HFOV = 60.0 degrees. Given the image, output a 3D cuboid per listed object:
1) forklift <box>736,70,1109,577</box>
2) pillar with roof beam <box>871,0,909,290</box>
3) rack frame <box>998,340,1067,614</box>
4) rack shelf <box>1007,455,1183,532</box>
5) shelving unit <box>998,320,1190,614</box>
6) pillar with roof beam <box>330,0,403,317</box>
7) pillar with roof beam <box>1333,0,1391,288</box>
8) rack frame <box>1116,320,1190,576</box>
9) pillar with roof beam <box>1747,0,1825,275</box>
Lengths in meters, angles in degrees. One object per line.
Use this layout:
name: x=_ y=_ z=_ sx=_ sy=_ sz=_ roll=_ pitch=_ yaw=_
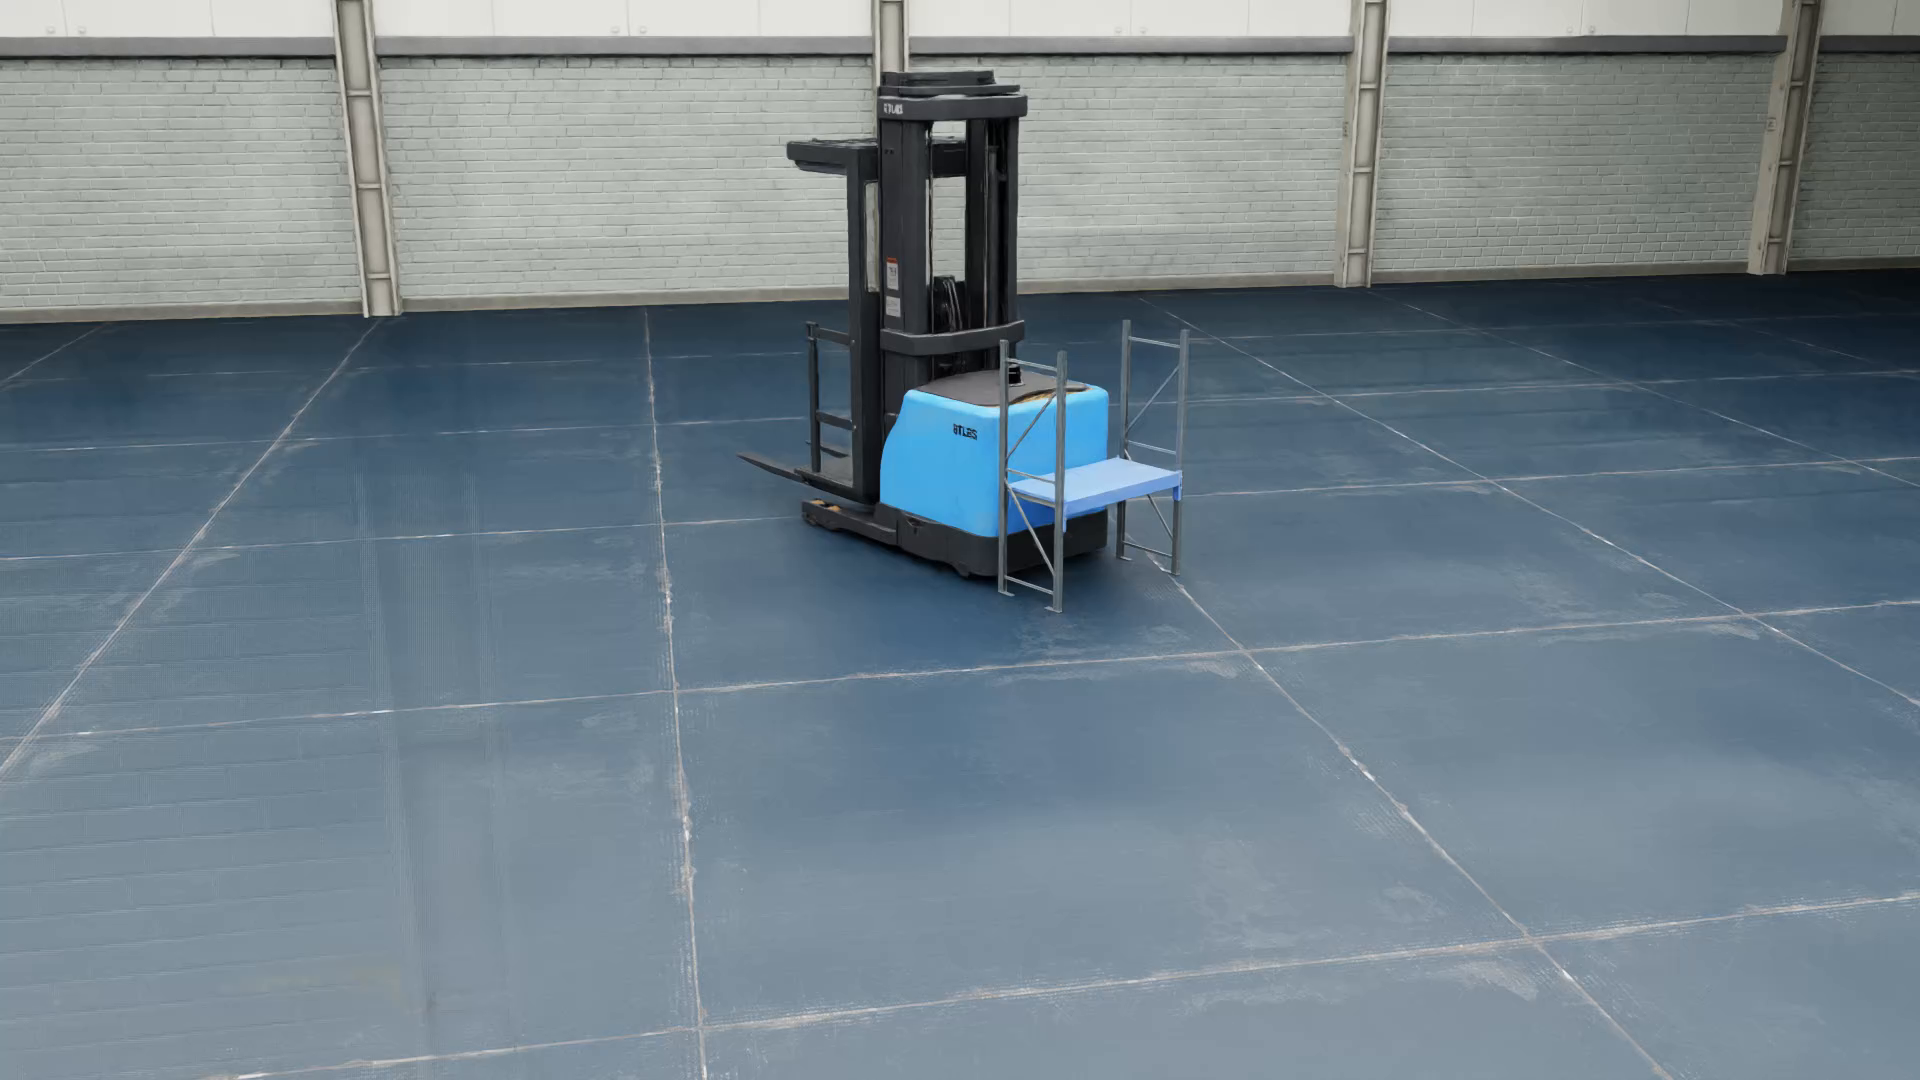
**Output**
forklift: x=-0.406 y=-1.543 z=10.843 sx=1.130 sy=2.935 sz=3.031 roll=-14 pitch=22 yaw=-38
pillar with roof beam: x=-0.005 y=-6.020 z=15.085 sx=0.400 sy=9.000 sz=9.100 roll=-3 pitch=17 yaw=-10
rack frame: x=0.403 y=-0.356 z=9.417 sx=0.032 sy=1.500 sz=0.500 roll=-15 pitch=22 yaw=-40
rack shelf: x=0.780 y=-0.284 z=9.795 sx=1.000 sy=0.185 sz=0.538 roll=-15 pitch=22 yaw=-40
shelving unit: x=0.780 y=-0.456 z=9.742 sx=1.048 sy=1.500 sz=0.538 roll=-15 pitch=22 yaw=-40
pillar with roof beam: x=-5.896 y=-5.686 z=13.997 sx=0.400 sy=9.000 sz=9.100 roll=-3 pitch=17 yaw=-10
pillar with roof beam: x=5.886 y=-6.354 z=16.174 sx=0.400 sy=9.000 sz=9.100 roll=-3 pitch=17 yaw=-10
rack frame: x=1.158 y=-0.556 z=10.067 sx=0.032 sy=1.500 sz=0.500 roll=-15 pitch=22 yaw=-40
pillar with roof beam: x=11.777 y=-6.689 z=17.262 sx=0.400 sy=9.000 sz=9.100 roll=-3 pitch=17 yaw=-10
